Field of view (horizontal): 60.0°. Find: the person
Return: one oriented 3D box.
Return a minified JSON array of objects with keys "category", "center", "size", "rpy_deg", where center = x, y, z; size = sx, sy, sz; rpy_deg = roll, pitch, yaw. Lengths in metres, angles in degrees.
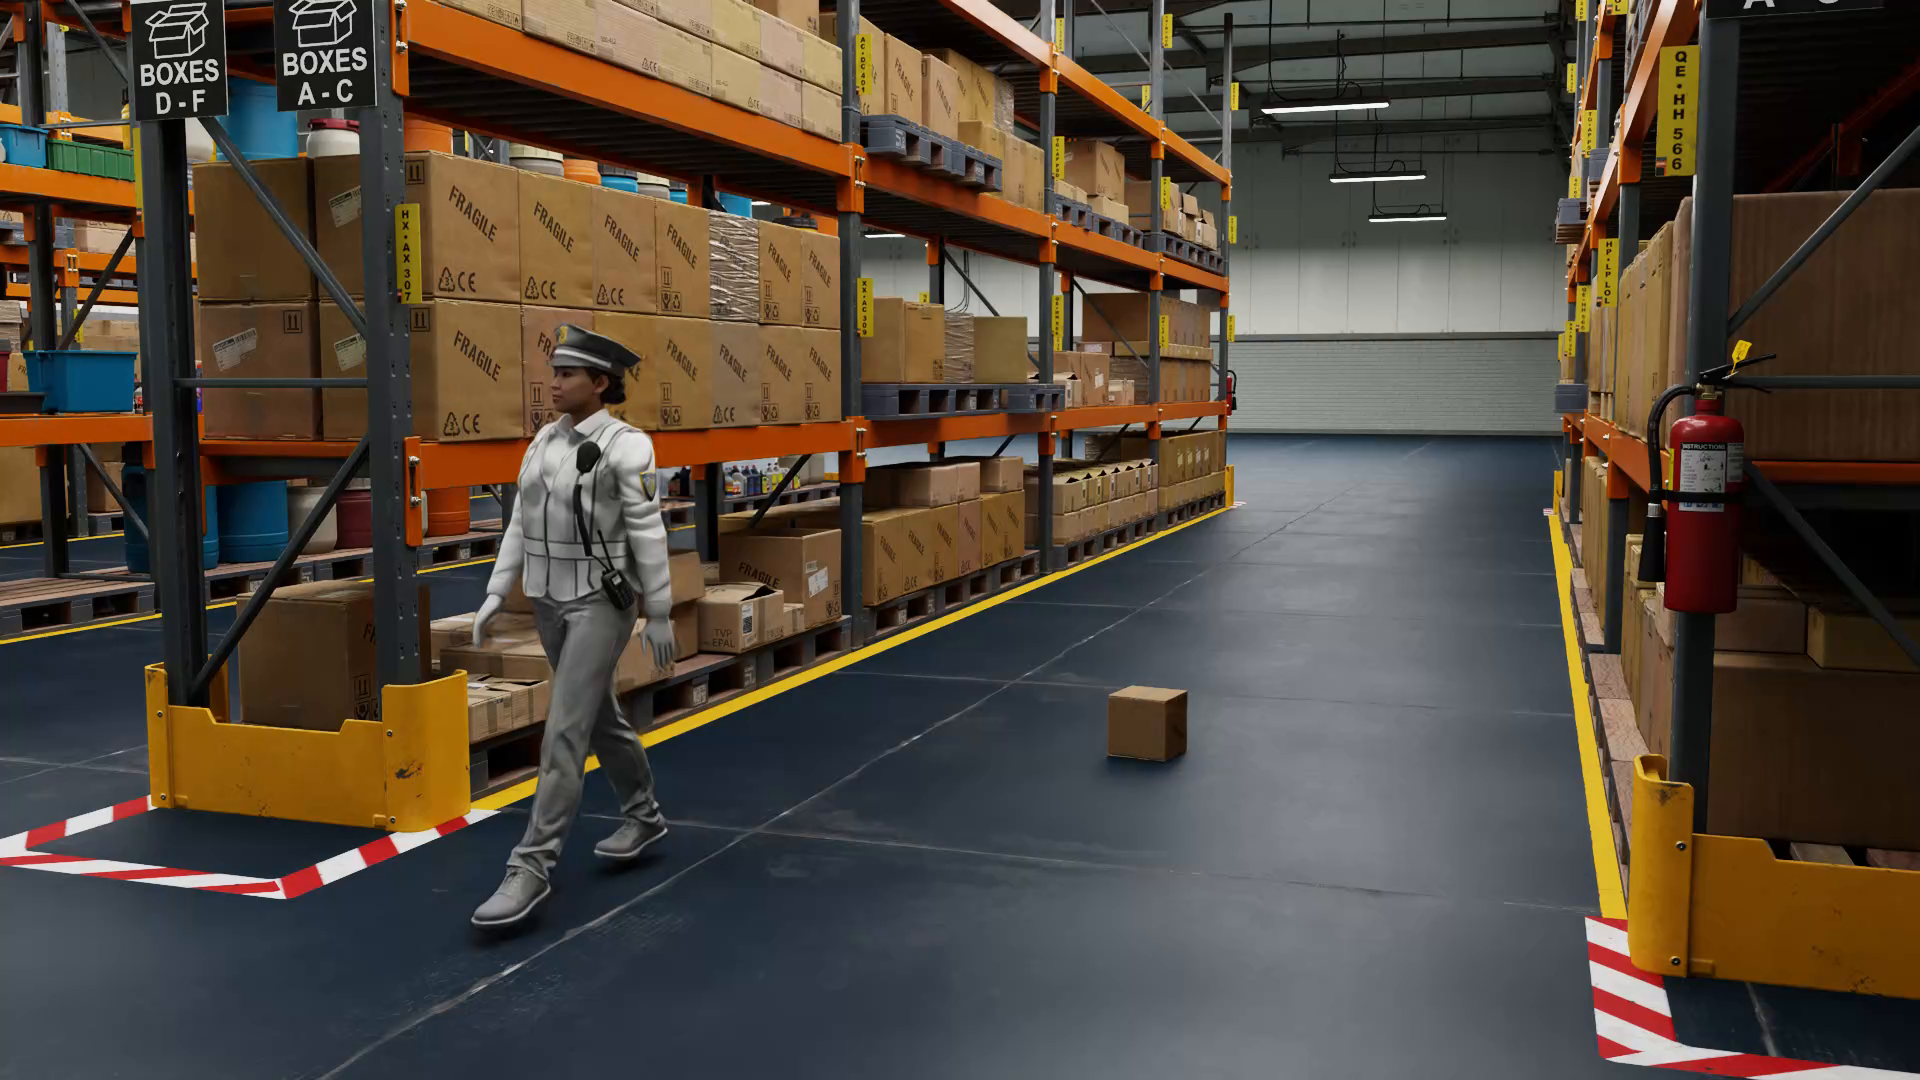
[{"category":"person","center":[-1.178,0.191,4.866],"size":[0.526,1.645,0.922],"rpy_deg":[4,7,36]}]
